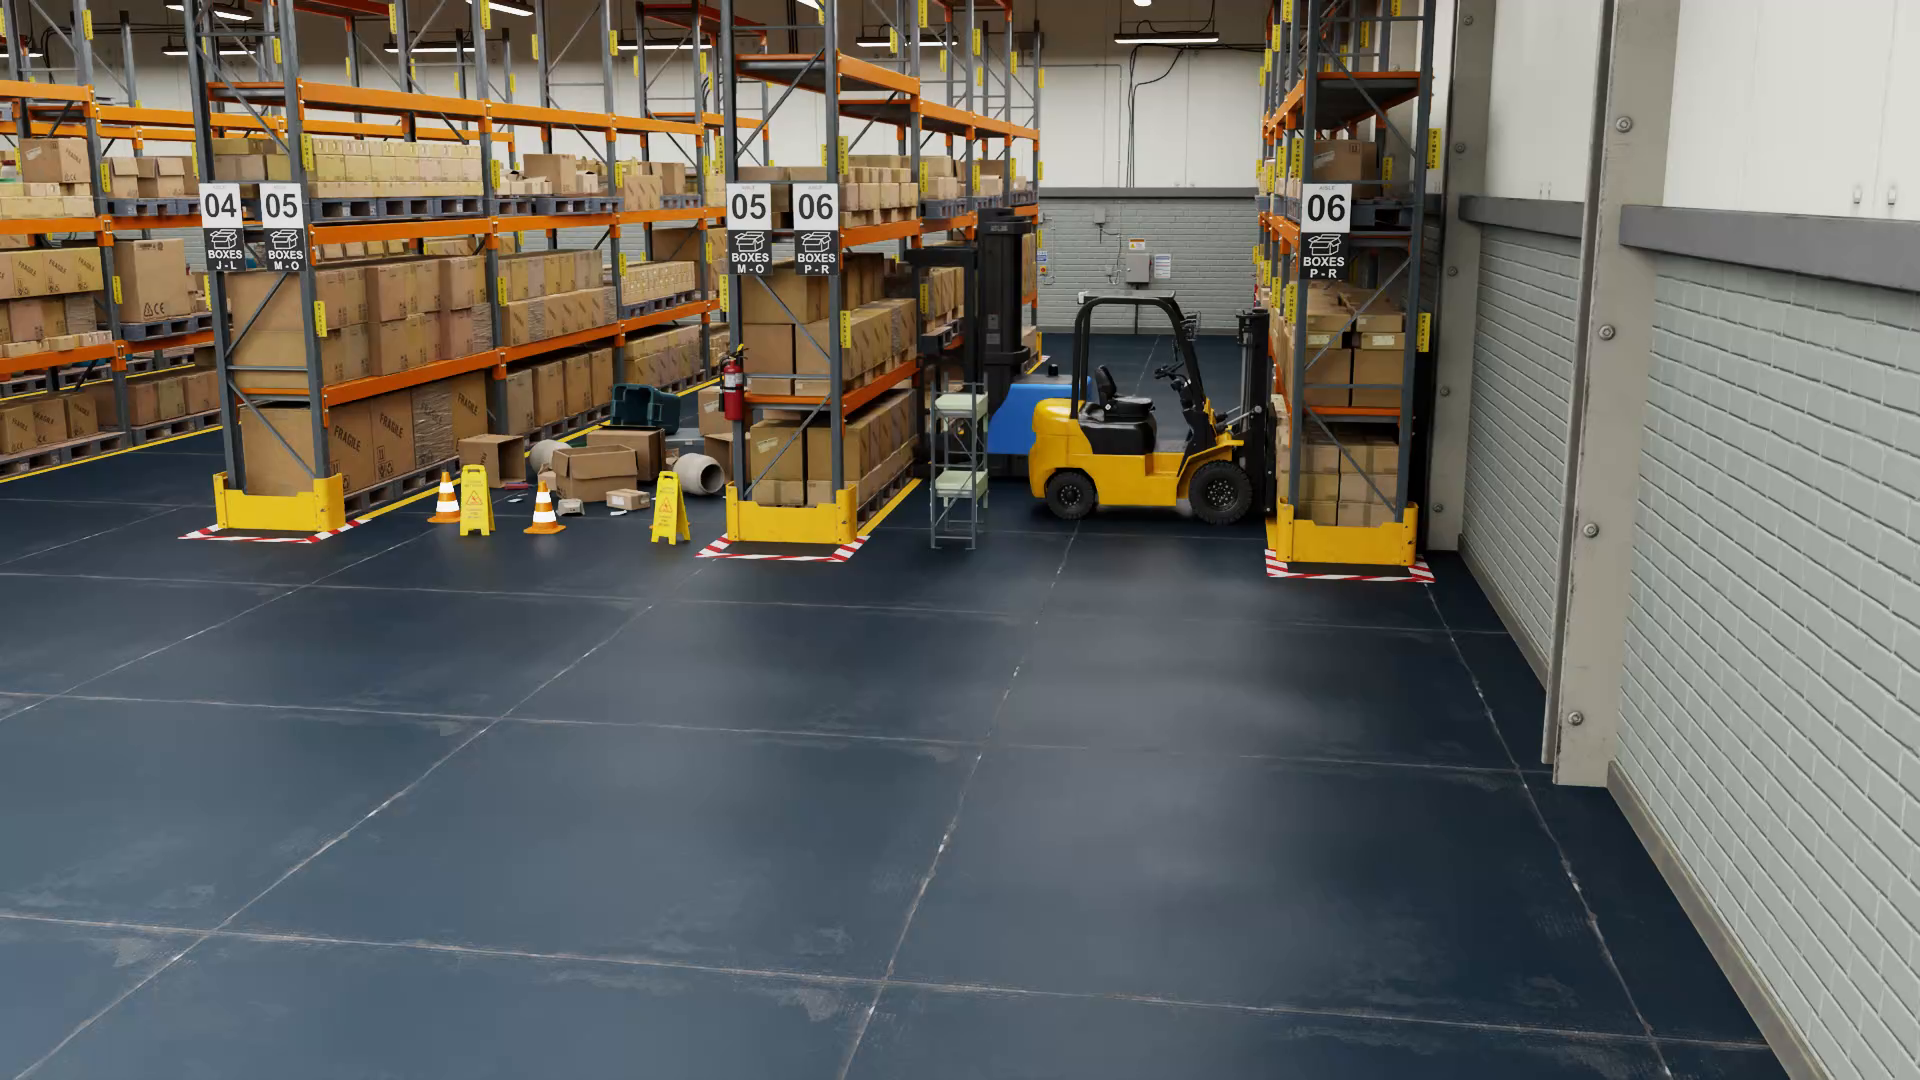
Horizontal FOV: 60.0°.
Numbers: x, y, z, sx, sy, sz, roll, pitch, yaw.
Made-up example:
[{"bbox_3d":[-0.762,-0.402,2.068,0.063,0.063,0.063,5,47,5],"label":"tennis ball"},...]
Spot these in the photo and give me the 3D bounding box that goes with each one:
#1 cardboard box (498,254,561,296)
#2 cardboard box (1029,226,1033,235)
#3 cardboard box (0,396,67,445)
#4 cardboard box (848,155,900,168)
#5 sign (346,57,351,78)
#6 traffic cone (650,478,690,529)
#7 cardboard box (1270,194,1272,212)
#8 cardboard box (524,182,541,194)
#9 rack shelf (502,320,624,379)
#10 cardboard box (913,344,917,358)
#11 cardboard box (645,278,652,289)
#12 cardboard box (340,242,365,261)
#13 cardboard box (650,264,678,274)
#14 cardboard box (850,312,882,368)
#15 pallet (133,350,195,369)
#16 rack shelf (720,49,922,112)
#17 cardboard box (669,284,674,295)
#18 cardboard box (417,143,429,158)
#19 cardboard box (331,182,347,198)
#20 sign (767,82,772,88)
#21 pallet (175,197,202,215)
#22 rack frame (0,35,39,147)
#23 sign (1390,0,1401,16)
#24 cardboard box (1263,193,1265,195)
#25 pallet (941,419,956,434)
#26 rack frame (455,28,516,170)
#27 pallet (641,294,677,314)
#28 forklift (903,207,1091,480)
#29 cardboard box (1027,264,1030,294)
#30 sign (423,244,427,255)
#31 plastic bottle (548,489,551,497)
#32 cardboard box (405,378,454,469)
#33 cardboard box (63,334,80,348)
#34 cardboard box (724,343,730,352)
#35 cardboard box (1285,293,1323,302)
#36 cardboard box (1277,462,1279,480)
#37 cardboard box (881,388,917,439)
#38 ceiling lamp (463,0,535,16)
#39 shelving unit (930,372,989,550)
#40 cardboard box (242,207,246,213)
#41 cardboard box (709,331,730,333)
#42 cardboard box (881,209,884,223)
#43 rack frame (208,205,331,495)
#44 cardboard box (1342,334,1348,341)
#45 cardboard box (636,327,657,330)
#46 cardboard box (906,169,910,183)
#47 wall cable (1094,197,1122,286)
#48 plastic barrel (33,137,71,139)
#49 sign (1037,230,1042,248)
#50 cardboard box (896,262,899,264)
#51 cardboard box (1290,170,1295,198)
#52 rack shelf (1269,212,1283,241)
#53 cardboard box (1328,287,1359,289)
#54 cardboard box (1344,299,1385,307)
[{"bbox_3d":[-5.542,-3.394,21.269,0.700,0.500,0.500,2,12,8],"label":"cardboard box"},{"bbox_3d":[1.076,-5.458,29.304,0.380,0.149,0.250,2,12,8],"label":"cardboard box"},{"bbox_3d":[-10.914,-1.399,19.559,0.500,0.500,0.500,6,14,27],"label":"cardboard box"},{"bbox_3d":[-0.977,-4.264,18.967,0.500,0.250,0.500,2,12,10],"label":"cardboard box"},{"bbox_3d":[-10.047,-7.772,27.362,0.100,0.325,0.005,2,12,9],"label":"sign"},{"bbox_3d":[-2.764,-0.355,15.798,0.336,0.463,0.334,2,12,9],"label":"traffic cone"},{"bbox_3d":[4.572,-4.685,23.107,0.500,0.250,0.500,2,12,9],"label":"cardboard box"},{"bbox_3d":[-5.375,-4.317,20.402,0.380,0.149,0.250,2,12,9],"label":"cardboard box"},{"bbox_3d":[-5.539,-2.500,21.439,1.077,0.370,4.000,2,12,9],"label":"rack shelf"},{"bbox_3d":[-0.689,-2.097,18.455,0.380,0.149,0.250,2,12,8],"label":"cardboard box"},{"bbox_3d":[-4.804,-3.807,24.688,0.380,0.149,0.250,2,12,9],"label":"cardboard box"},{"bbox_3d":[-9.789,-4.416,26.004,0.797,0.503,0.637,2,12,10],"label":"cardboard box"},{"bbox_3d":[-4.608,-4.220,25.899,0.380,0.149,0.250,2,12,8],"label":"cardboard box"},{"bbox_3d":[-1.055,-1.961,16.288,0.500,0.500,0.500,2,12,8],"label":"cardboard box"},{"bbox_3d":[-14.321,-3.234,29.757,1.003,0.211,1.213,2,12,9],"label":"pallet"},{"bbox_3d":[-1.248,-4.459,16.297,1.077,0.370,4.000,2,12,9],"label":"rack shelf"},{"bbox_3d":[-4.638,-3.878,25.725,0.380,0.149,0.250,1,12,6],"label":"cardboard box"},{"bbox_3d":[-5.783,-4.074,17.383,0.380,0.149,0.250,2,12,8],"label":"cardboard box"},{"bbox_3d":[-6.054,-3.315,15.753,0.380,0.149,0.250,2,12,9],"label":"cardboard box"},{"bbox_3d":[-3.456,-8.378,30.172,0.100,0.325,0.005,2,12,9],"label":"sign"},{"bbox_3d":[-10.376,-4.333,21.561,1.213,0.211,1.003,2,12,9],"label":"pallet"},{"bbox_3d":[-18.675,-8.370,32.727,1.000,3.000,0.127,2,12,9],"label":"rack frame"},{"bbox_3d":[4.509,-5.580,17.188,0.100,0.325,0.005,2,12,9],"label":"sign"},{"bbox_3d":[5.091,-5.557,26.445,0.500,0.250,0.500,1,12,7],"label":"cardboard box"},{"bbox_3d":[-0.637,-1.350,21.013,1.003,0.211,1.213,2,12,9],"label":"pallet"},{"bbox_3d":[-8.887,-8.048,31.234,1.000,3.000,0.127,2,12,9],"label":"rack frame"},{"bbox_3d":[-4.968,-3.588,25.234,1.003,0.211,1.213,2,12,9],"label":"pallet"},{"bbox_3d":[-0.070,-2.199,18.495,3.031,2.935,1.130,2,12,9],"label":"forklift"},{"bbox_3d":[0.931,-4.523,28.879,0.500,0.500,0.500,2,12,10],"label":"cardboard box"},{"bbox_3d":[-8.964,-4.794,27.816,0.100,0.325,0.005,2,12,9],"label":"sign"},{"bbox_3d":[-4.341,-0.488,17.369,0.133,0.061,0.283,-2,12,-11],"label":"plastic bottle"},{"bbox_3d":[-6.148,-1.286,18.143,0.875,0.875,0.875,2,12,9],"label":"cardboard box"},{"bbox_3d":[-10.621,-2.338,19.577,0.380,0.149,0.250,2,12,9],"label":"cardboard box"},{"bbox_3d":[-4.183,-3.343,28.707,0.380,0.149,0.250,2,12,11],"label":"cardboard box"},{"bbox_3d":[3.500,-2.430,16.921,0.380,0.149,0.250,2,12,10],"label":"cardboard box"},{"bbox_3d":[3.203,-0.625,15.371,0.500,0.250,0.500,2,12,8],"label":"cardboard box"},{"bbox_3d":[-0.766,-1.392,18.339,0.500,0.500,0.500,2,12,8],"label":"cardboard box"},{"bbox_3d":[-6.907,-9.806,25.535,0.800,3.185,2.000,2,12,9],"label":"ceiling lamp"},{"bbox_3d":[-0.001,-0.732,15.086,0.431,1.500,0.755,2,12,9],"label":"shelving unit"},{"bbox_3d":[-10.011,-4.632,22.861,0.500,0.250,0.500,2,12,8],"label":"cardboard box"},{"bbox_3d":[-4.170,-3.543,28.927,0.380,0.149,0.250,1,12,6],"label":"cardboard box"},{"bbox_3d":[-0.983,-3.299,16.915,0.380,0.149,0.250,2,12,10],"label":"cardboard box"},{"bbox_3d":[-6.462,-1.603,15.568,1.000,3.000,0.127,2,12,9],"label":"rack frame"},{"bbox_3d":[3.832,-1.661,15.598,0.500,0.500,0.500,2,12,8],"label":"cardboard box"},{"bbox_3d":[-5.071,-3.195,26.110,0.500,0.250,0.500,2,12,10],"label":"cardboard box"},{"bbox_3d":[-0.738,-3.900,17.810,0.380,0.149,0.250,2,12,7],"label":"cardboard box"},{"bbox_3d":[3.152,-6.422,35.517,0.588,1.984,0.122,2,12,9],"label":"wall cable"},{"bbox_3d":[-14.508,-6.000,26.662,0.600,0.901,0.708,2,12,9],"label":"plastic barrel"},{"bbox_3d":[1.439,-5.456,30.134,0.100,0.325,0.005,2,12,9],"label":"sign"},{"bbox_3d":[-0.623,-3.442,22.163,0.500,0.500,0.500,2,12,7],"label":"cardboard box"},{"bbox_3d":[3.436,-3.492,16.298,0.396,0.266,0.258,2,12,7],"label":"cardboard box"},{"bbox_3d":[4.272,-3.667,19.734,1.077,0.370,4.000,2,12,9],"label":"rack shelf"},{"bbox_3d":[4.658,-2.991,20.230,0.380,0.149,0.250,2,12,8],"label":"cardboard box"},{"bbox_3d":[3.916,-2.254,16.106,0.380,0.149,0.250,2,12,10],"label":"cardboard box"}]
